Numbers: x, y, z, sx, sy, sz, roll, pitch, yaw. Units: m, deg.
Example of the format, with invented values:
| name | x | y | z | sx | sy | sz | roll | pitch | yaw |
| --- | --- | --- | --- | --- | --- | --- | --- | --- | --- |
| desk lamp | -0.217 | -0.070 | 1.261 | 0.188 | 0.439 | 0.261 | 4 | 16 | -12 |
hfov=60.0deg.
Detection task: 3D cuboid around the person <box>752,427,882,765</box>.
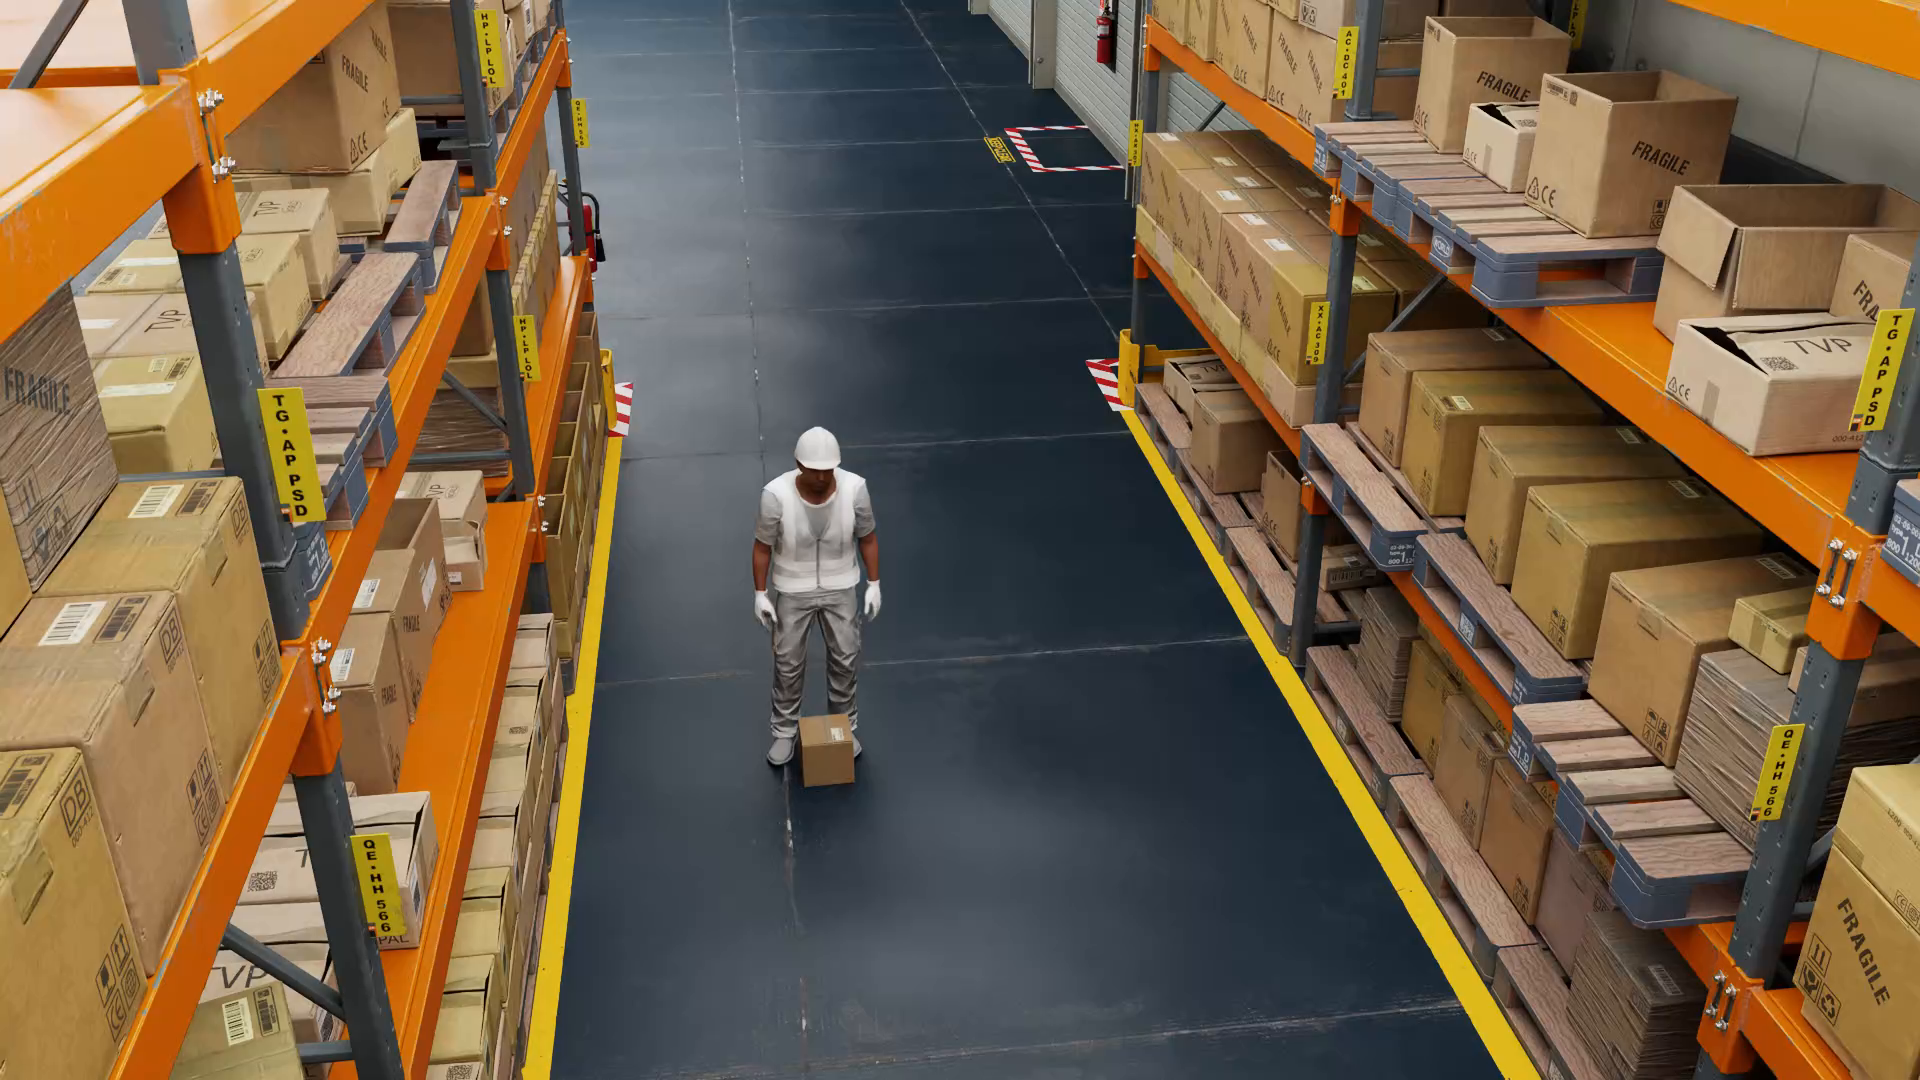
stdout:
| name | x | y | z | sx | sy | sz | roll | pitch | yaw |
| --- | --- | --- | --- | --- | --- | --- | --- | --- | --- |
| person | -0.692 | 0.259 | 8.094 | 0.629 | 1.775 | 0.444 | -5 | 27 | -10 |
